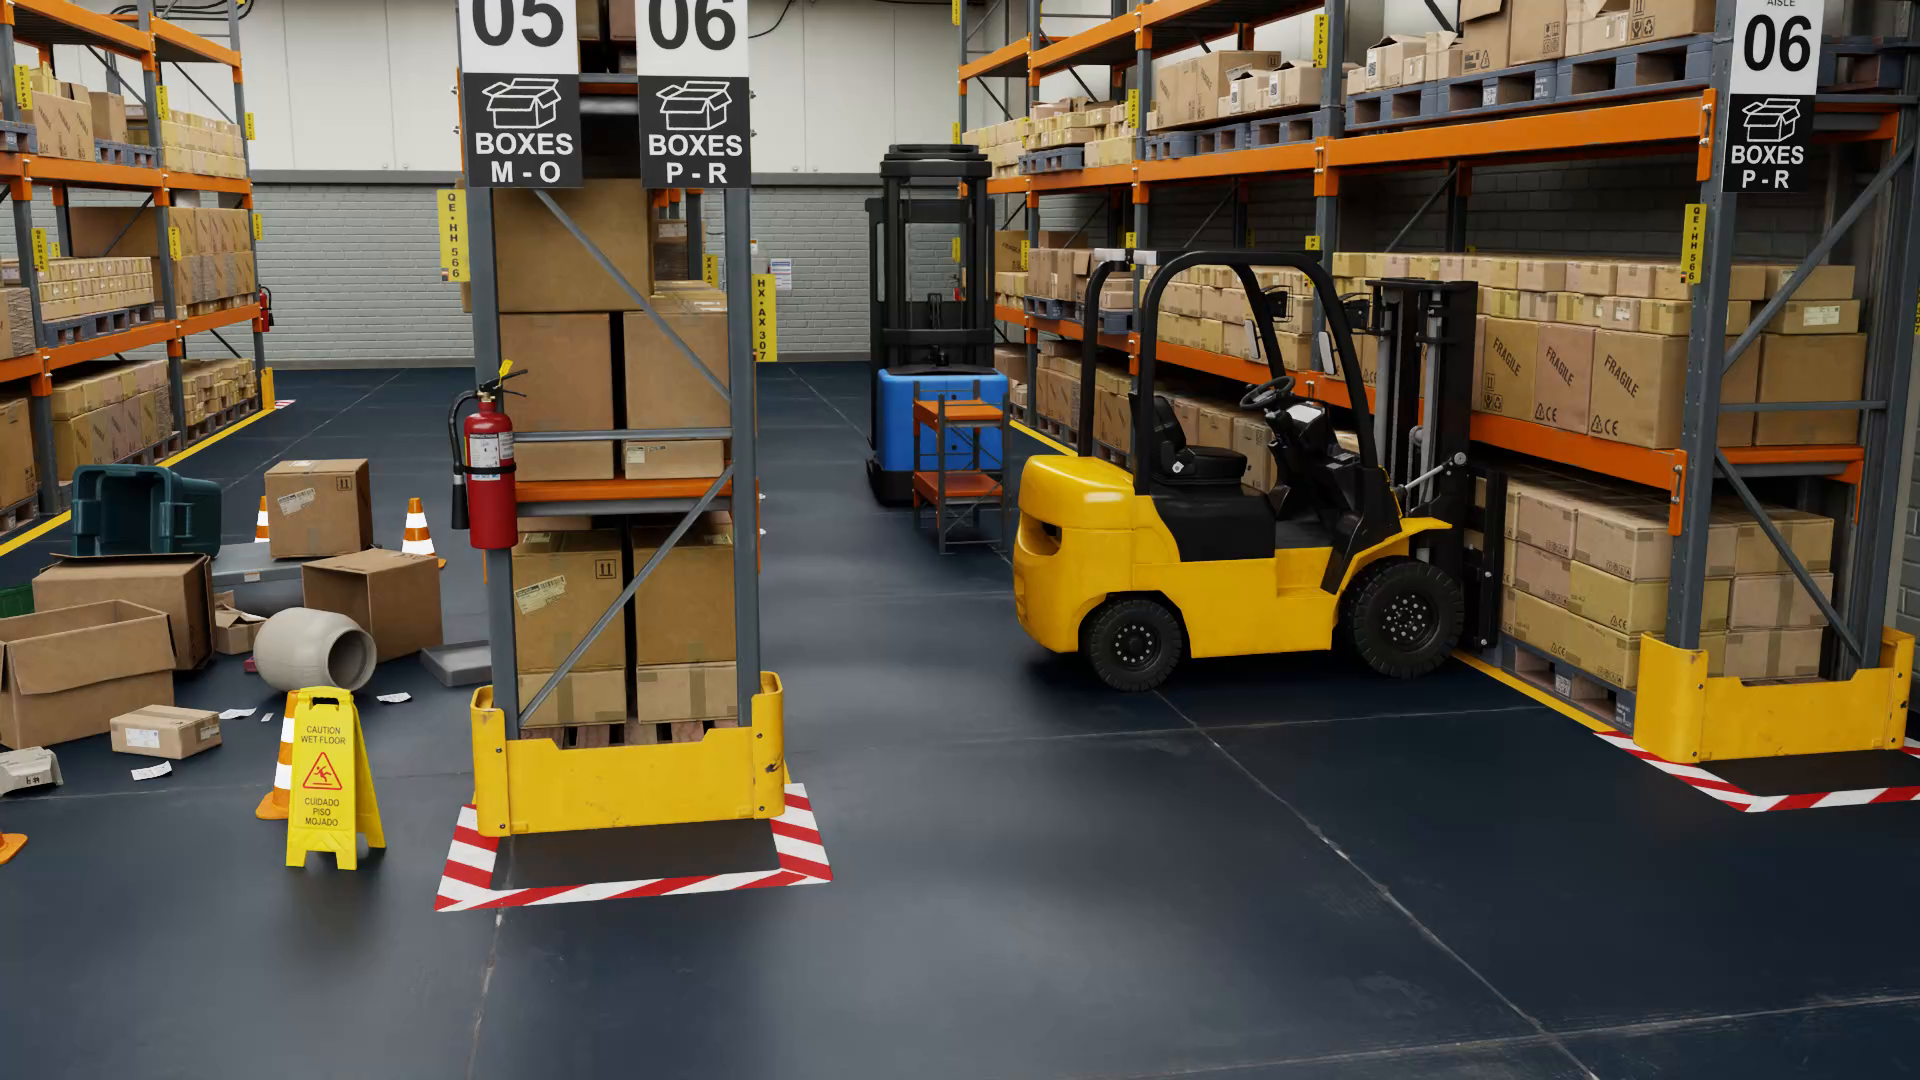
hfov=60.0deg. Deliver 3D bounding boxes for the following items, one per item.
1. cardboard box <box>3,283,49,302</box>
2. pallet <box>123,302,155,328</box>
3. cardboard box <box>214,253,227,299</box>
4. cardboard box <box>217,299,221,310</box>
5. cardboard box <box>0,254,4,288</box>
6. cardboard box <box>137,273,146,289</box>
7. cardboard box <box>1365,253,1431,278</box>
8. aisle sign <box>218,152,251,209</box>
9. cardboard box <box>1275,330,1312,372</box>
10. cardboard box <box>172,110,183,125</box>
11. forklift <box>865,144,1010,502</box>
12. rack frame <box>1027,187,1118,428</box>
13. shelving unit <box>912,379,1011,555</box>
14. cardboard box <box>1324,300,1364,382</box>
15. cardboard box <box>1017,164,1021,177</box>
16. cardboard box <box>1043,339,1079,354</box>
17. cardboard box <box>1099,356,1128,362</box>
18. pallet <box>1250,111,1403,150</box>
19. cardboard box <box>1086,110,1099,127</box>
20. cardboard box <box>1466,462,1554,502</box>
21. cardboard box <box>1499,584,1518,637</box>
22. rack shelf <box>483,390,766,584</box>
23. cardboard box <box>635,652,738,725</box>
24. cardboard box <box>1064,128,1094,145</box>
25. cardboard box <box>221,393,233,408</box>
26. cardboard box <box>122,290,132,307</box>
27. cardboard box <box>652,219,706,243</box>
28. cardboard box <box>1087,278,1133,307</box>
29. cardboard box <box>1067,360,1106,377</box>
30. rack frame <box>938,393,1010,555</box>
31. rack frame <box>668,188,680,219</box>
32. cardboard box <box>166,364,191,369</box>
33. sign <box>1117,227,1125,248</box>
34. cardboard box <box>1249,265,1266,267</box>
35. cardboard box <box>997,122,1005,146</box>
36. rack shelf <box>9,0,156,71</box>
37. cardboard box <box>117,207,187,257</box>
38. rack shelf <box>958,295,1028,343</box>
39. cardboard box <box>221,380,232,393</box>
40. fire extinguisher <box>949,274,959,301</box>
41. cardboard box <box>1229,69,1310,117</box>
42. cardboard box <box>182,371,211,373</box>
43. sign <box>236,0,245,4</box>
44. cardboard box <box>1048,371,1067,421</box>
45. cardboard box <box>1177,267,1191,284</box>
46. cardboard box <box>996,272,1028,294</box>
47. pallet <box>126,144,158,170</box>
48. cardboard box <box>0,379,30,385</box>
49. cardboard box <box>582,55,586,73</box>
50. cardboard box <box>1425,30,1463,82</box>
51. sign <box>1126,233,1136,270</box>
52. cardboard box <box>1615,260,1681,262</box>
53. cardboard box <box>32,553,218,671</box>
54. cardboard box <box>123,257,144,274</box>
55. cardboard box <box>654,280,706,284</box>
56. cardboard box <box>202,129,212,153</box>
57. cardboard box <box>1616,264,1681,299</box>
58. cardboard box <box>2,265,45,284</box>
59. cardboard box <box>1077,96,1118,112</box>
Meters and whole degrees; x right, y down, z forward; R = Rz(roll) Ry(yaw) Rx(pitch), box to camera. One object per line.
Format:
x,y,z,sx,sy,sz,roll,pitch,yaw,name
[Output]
-7.560,-1.980,13.331,0.380,0.149,0.250,-2,11,-8,cardboard box
-8.435,-2.149,15.979,1.003,0.211,1.213,-2,11,-11,pallet
-8.589,-2.966,18.692,0.500,0.500,0.500,-2,11,-8,cardboard box
-8.715,-2.710,19.085,0.380,0.149,0.250,-3,11,-13,cardboard box
-7.586,-2.113,12.334,0.700,0.500,0.500,-2,11,-11,cardboard box
-8.118,-2.504,16.083,0.380,0.149,0.250,-2,11,-11,cardboard box
2.746,-1.702,10.319,0.380,0.149,0.250,-2,11,-10,cardboard box
-8.939,-4.424,20.465,0.394,0.787,0.004,-2,11,-11,aisle sign
2.464,-1.311,11.461,0.500,0.250,0.500,-2,11,-10,cardboard box
-8.391,-4.437,17.460,0.380,0.149,0.250,-2,11,-13,cardboard box
-0.268,-1.981,14.765,1.130,2.935,3.031,-1,11,-6,forklift
1.263,-2.769,18.721,1.000,3.000,0.127,-2,11,-11,rack frame
-0.001,-0.554,12.098,0.538,1.125,1.048,-2,11,-11,shelving unit
2.649,-1.260,10.525,0.500,0.500,0.500,-2,11,-13,cardboard box
0.858,-4.219,18.990,0.380,0.149,0.250,-2,11,-11,cardboard box
1.131,-2.139,18.442,0.380,0.149,0.250,-2,11,-12,cardboard box
1.729,-1.916,18.070,0.380,0.149,0.250,-2,11,-10,cardboard box
2.634,-2.842,11.597,0.805,0.209,1.217,-3,11,-13,pallet
1.431,-4.067,16.060,0.380,0.149,0.250,-2,11,-11,cardboard box
2.897,-0.266,9.131,0.500,0.250,0.500,-2,11,-12,cardboard box
3.019,0.318,8.732,0.500,0.250,0.500,-2,11,-10,cardboard box
-1.661,-0.400,8.200,1.077,0.370,4.000,-2,11,-11,rack shelf
-1.157,0.600,7.253,0.500,0.250,0.500,-2,11,-11,cardboard box
1.255,-4.024,16.575,0.380,0.149,0.250,-2,11,-10,cardboard box
-8.591,-1.604,19.104,0.380,0.149,0.250,-2,11,-10,cardboard box
-8.024,-2.267,15.633,0.380,0.149,0.250,-3,11,-14,cardboard box
-1.794,-1.940,10.444,0.380,0.149,0.250,-2,11,-11,cardboard box
1.518,-2.349,15.796,0.500,0.250,0.500,-3,11,-14,cardboard box
1.341,-1.799,17.451,0.380,0.149,0.250,-2,11,-11,cardboard box
0.098,-0.461,11.608,0.500,1.125,0.032,-2,11,-11,rack frame
-2.828,-1.854,13.914,1.000,3.000,0.127,-2,11,-11,rack frame
-9.226,-1.973,19.449,0.380,0.149,0.250,-3,11,-14,cardboard box
1.806,-3.358,18.722,0.100,0.325,0.005,-2,11,-11,sign
2.544,-2.164,13.540,0.380,0.149,0.250,-2,11,-11,cardboard box
0.731,-4.830,19.797,0.500,0.250,0.500,-2,11,-10,cardboard box
-8.052,-4.419,14.342,1.077,0.370,4.000,-2,11,-11,rack shelf
-8.290,-3.167,17.076,0.500,0.500,0.500,-2,11,-10,cardboard box
0.874,-2.782,20.715,1.077,0.370,4.000,-2,11,-11,rack shelf
-8.589,-1.751,19.078,0.380,0.149,0.250,-2,11,-8,cardboard box
0.003,-3.291,22.671,0.296,0.674,0.183,-2,11,-11,fire extinguisher
2.290,-3.251,12.082,0.500,0.311,0.500,-3,11,-13,cardboard box
-8.575,-1.799,18.534,0.380,0.149,0.250,-3,11,-13,cardboard box
-8.671,-6.623,20.003,0.100,0.325,0.005,-2,11,-11,sign
1.249,-1.553,17.895,0.500,0.500,0.500,-2,11,-12,cardboard box
2.005,-2.191,13.684,0.380,0.149,0.250,-2,11,-10,cardboard box
0.728,-3.109,20.114,0.500,0.250,0.500,-2,11,-11,cardboard box
-8.426,-3.653,15.847,1.213,0.211,1.003,-2,11,-11,pallet
-8.162,-1.210,14.089,0.500,0.250,0.500,-2,11,-10,cardboard box
-1.714,-1.886,6.735,0.380,0.149,0.250,-2,11,-9,cardboard box
2.809,-2.681,9.207,0.396,0.266,0.258,-2,11,-12,cardboard box
1.510,-2.543,14.653,0.100,0.325,0.005,-2,11,-11,sign
3.548,-1.342,8.425,0.380,0.149,0.250,-2,11,-9,cardboard box
-4.287,0.372,8.535,0.797,0.637,0.503,-2,11,-11,cardboard box
-8.119,-2.648,16.046,0.380,0.149,0.250,-2,11,-13,cardboard box
-1.719,-1.243,9.642,0.500,0.500,0.500,-2,11,-12,cardboard box
-8.596,-4.412,18.396,0.500,0.250,0.500,-3,11,-13,cardboard box
3.242,-1.184,7.596,0.380,0.149,0.250,-2,11,-11,cardboard box
-7.564,-2.123,13.286,0.380,0.149,0.250,-2,11,-11,cardboard box
1.473,-4.623,17.818,0.396,0.266,0.258,-2,11,-11,cardboard box
